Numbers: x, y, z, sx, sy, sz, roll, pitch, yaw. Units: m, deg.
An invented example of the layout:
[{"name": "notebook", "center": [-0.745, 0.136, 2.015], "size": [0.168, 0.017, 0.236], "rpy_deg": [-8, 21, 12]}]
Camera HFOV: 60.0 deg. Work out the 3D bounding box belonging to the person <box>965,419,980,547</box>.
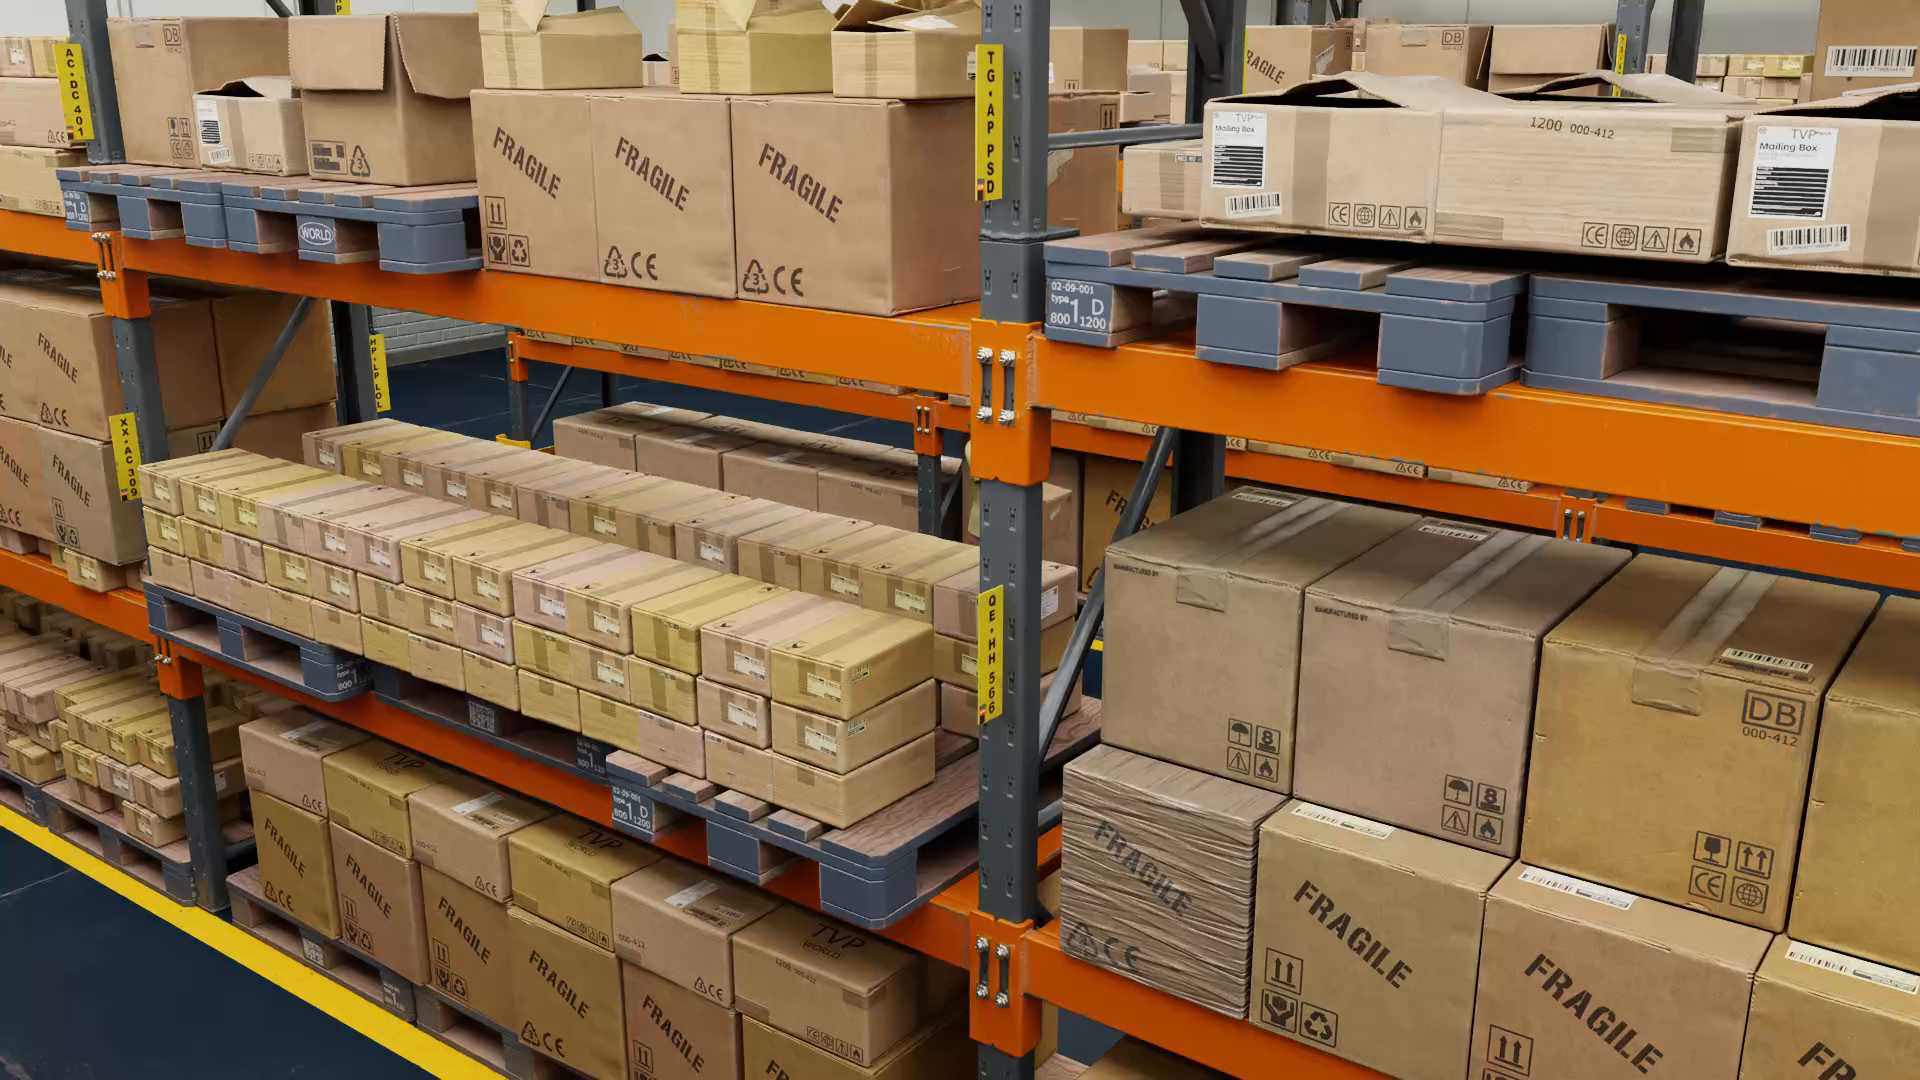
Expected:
[{"name": "person", "center": [0.266, -0.009, 9.092], "size": [0.554, 1.662, 0.426], "rpy_deg": [12, 20, 35]}]
